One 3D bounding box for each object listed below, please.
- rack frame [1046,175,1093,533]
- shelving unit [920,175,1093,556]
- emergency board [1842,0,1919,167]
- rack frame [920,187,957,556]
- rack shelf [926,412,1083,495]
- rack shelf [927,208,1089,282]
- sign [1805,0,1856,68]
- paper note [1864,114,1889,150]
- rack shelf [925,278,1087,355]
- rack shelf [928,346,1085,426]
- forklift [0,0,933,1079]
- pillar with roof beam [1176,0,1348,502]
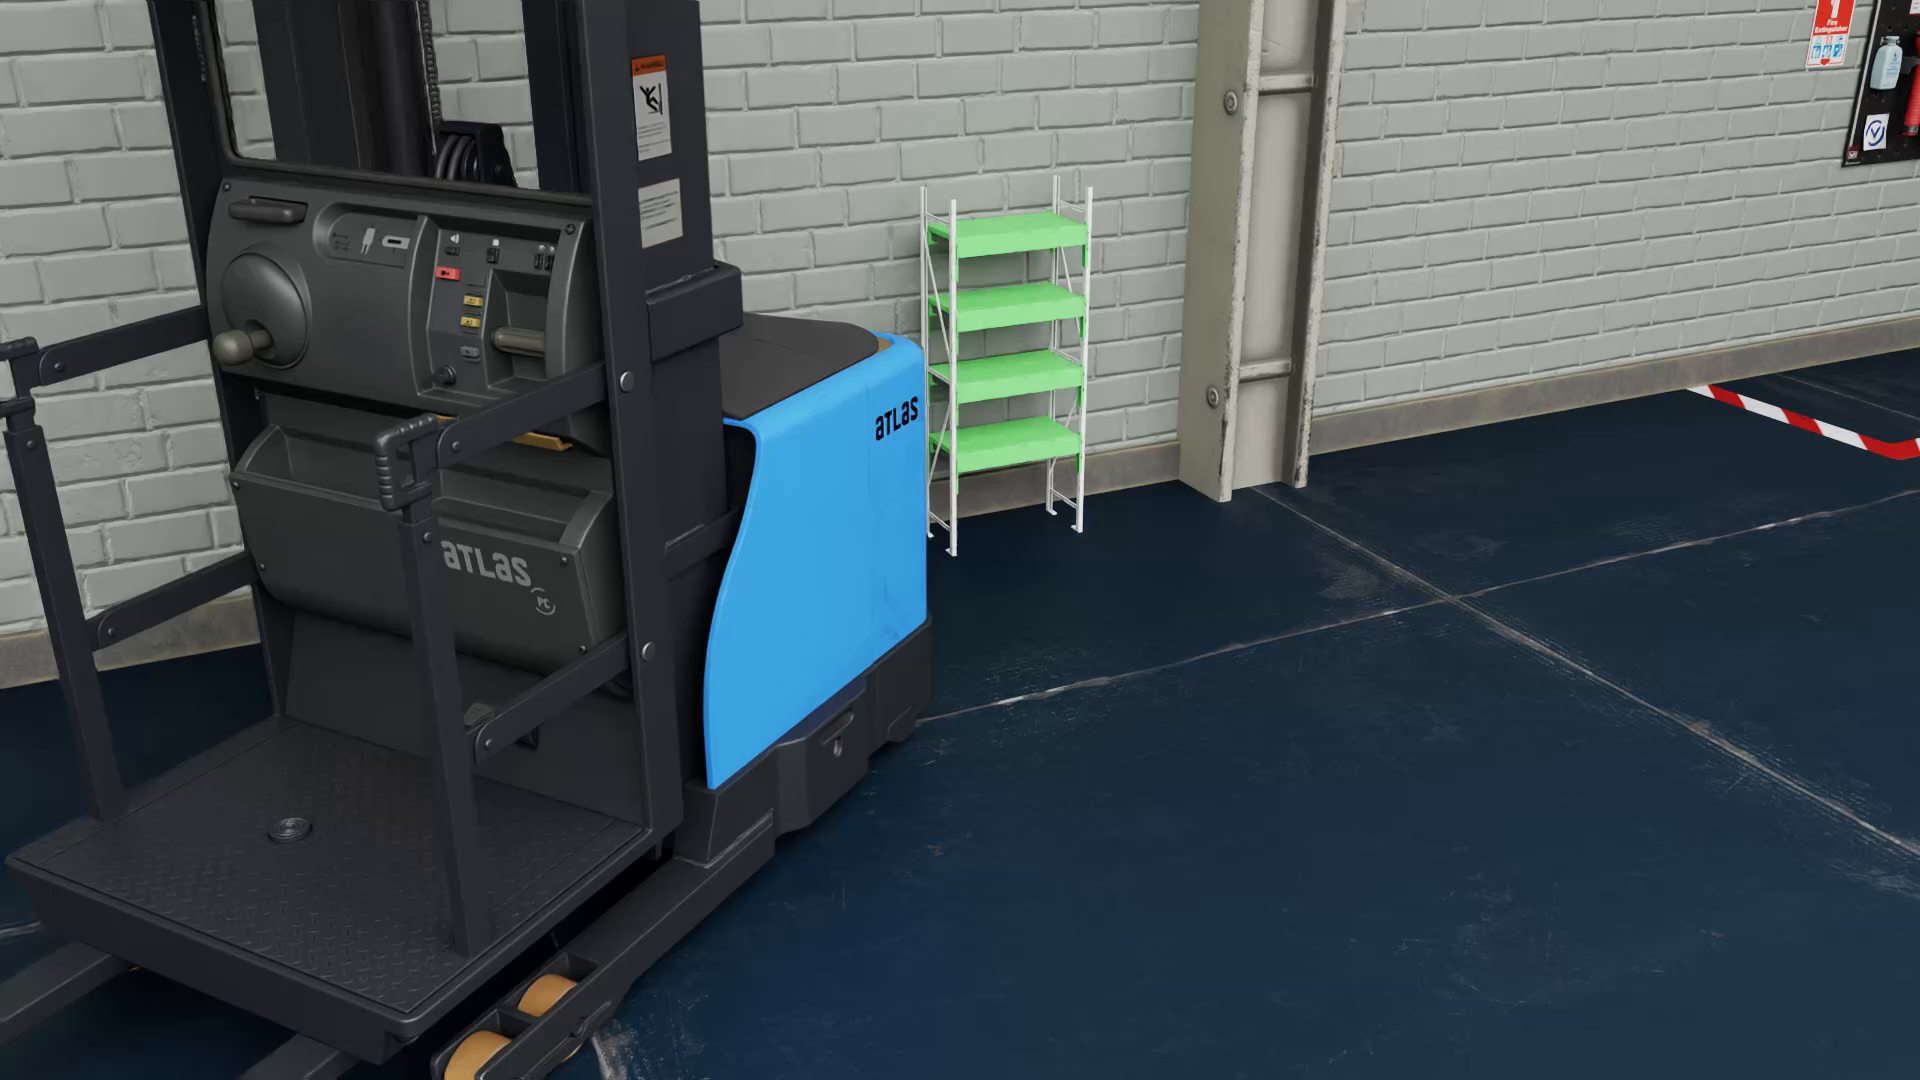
[{"bbox_3d":[0.369,-0.622,5.685,0.015,1.200,0.240,-10,25,-24],"label":"rack frame"},{"bbox_3d":[0.149,-0.582,5.587,0.503,1.200,0.258,-10,25,-24],"label":"shelving unit"},{"bbox_3d":[4.222,-2.207,7.161,0.643,1.169,0.194,-10,25,-24],"label":"emergency board"},{"bbox_3d":[-0.071,-0.541,5.489,0.015,1.200,0.240,-10,25,-24],"label":"rack frame"},{"bbox_3d":[0.149,-0.301,5.703,0.480,0.148,0.258,-10,25,-24],"label":"rack shelf"},{"bbox_3d":[0.149,-0.966,5.428,0.480,0.148,0.258,-10,25,-24],"label":"rack shelf"},{"bbox_3d":[3.680,-2.168,7.018,0.234,0.329,0.001,-10,25,-24],"label":"sign"},{"bbox_3d":[4.033,-1.795,7.316,0.142,0.148,0.016,-10,25,-24],"label":"paper note"},{"bbox_3d":[0.149,-0.745,5.519,0.480,0.148,0.258,-10,25,-24],"label":"rack shelf"},{"bbox_3d":[0.149,-0.523,5.611,0.480,0.148,0.258,-10,25,-24],"label":"rack shelf"},{"bbox_3d":[-1.198,-0.458,3.023,1.130,2.935,3.031,11,25,25],"label":"forklift"},{"bbox_3d":[2.926,-2.897,0.984,0.400,9.000,9.100,-10,25,-24],"label":"pillar with roof beam"}]
